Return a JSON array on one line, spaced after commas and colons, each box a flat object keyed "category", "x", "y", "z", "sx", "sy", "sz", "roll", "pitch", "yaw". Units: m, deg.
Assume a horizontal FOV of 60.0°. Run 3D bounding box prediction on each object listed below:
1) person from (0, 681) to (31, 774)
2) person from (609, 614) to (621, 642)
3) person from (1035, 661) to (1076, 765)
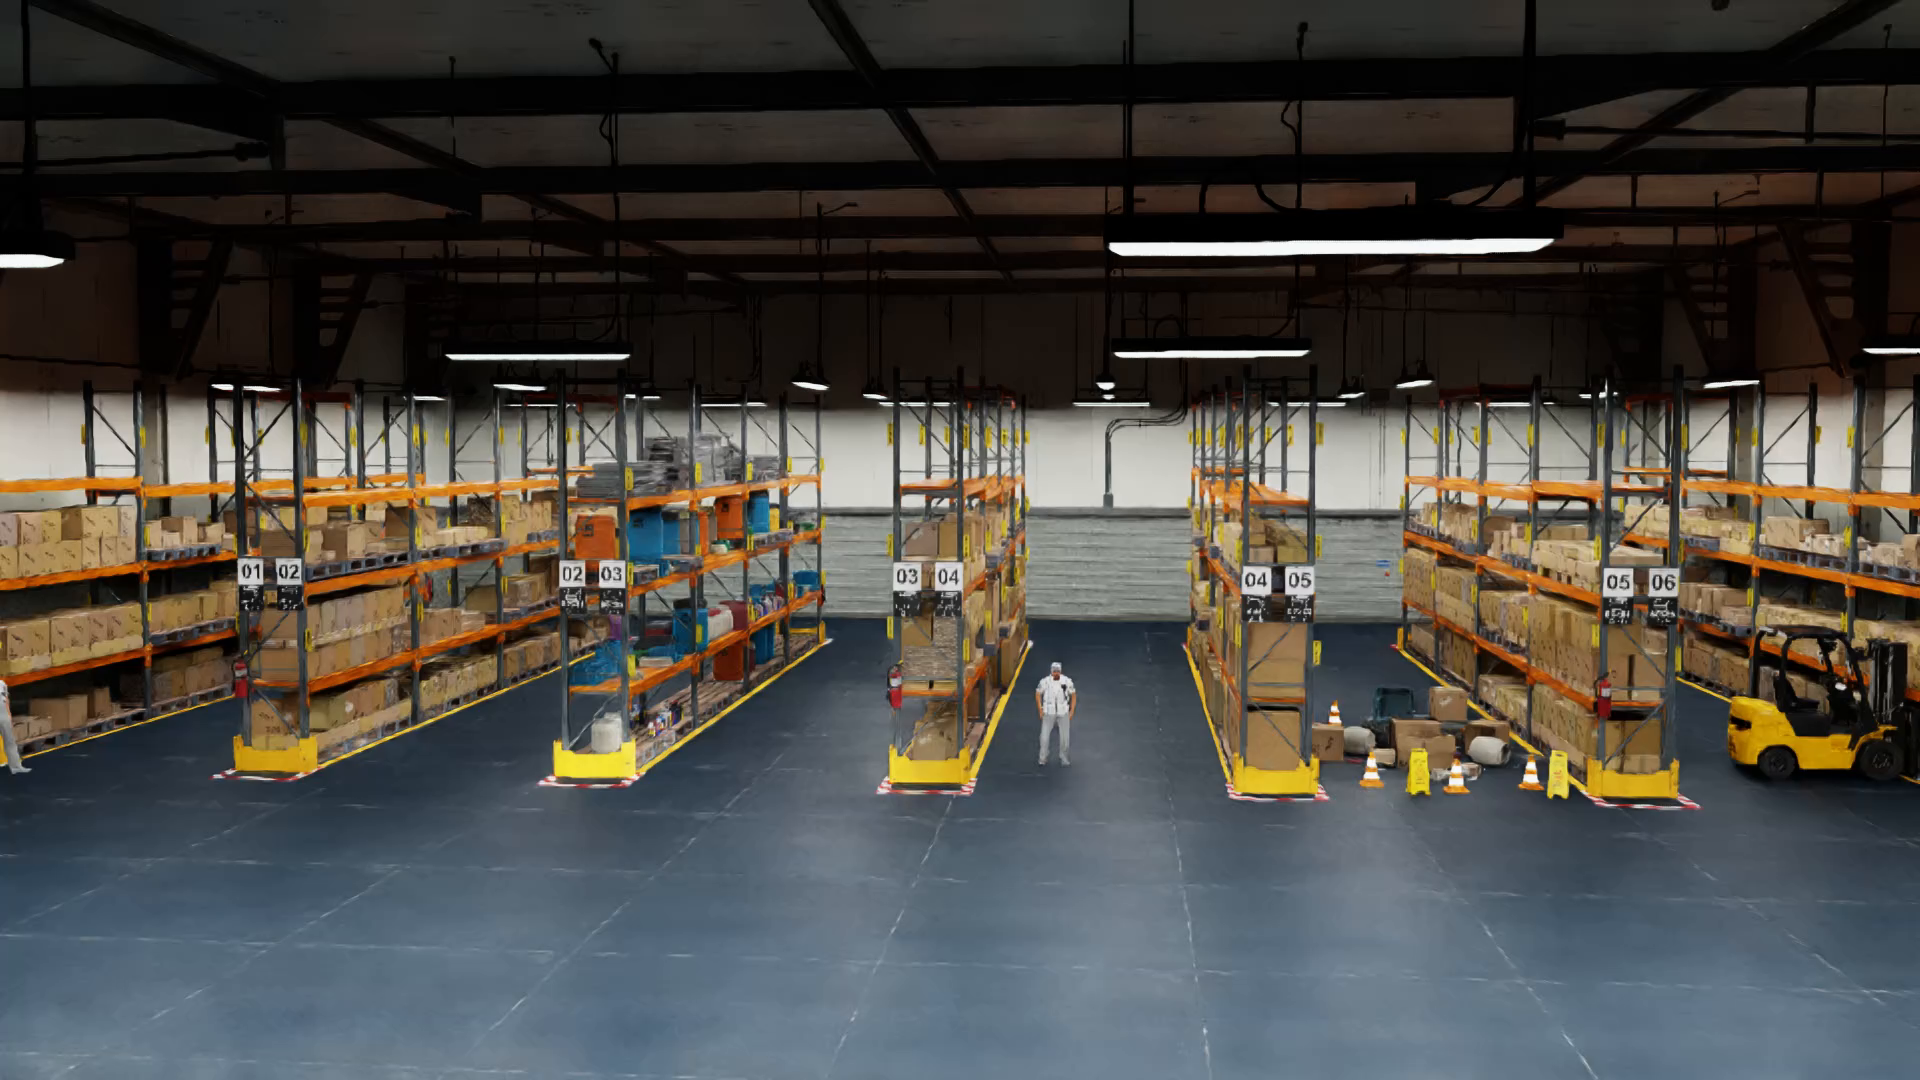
[{"category": "person", "x": -14.179, "y": 2.645, "z": 24.501, "sx": 0.564, "sy": 1.640, "sz": 0.687, "roll": 3, "pitch": 5, "yaw": 42}, {"category": "person", "x": -7.159, "y": 2.107, "z": 34.890, "sx": 0.430, "sy": 1.439, "sz": 0.948, "roll": 0, "pitch": 4, "yaw": 4}, {"category": "person", "x": 1.456, "y": 2.634, "z": 25.297, "sx": 0.625, "sy": 1.611, "sz": 0.570, "roll": 0, "pitch": 4, "yaw": 4}]
